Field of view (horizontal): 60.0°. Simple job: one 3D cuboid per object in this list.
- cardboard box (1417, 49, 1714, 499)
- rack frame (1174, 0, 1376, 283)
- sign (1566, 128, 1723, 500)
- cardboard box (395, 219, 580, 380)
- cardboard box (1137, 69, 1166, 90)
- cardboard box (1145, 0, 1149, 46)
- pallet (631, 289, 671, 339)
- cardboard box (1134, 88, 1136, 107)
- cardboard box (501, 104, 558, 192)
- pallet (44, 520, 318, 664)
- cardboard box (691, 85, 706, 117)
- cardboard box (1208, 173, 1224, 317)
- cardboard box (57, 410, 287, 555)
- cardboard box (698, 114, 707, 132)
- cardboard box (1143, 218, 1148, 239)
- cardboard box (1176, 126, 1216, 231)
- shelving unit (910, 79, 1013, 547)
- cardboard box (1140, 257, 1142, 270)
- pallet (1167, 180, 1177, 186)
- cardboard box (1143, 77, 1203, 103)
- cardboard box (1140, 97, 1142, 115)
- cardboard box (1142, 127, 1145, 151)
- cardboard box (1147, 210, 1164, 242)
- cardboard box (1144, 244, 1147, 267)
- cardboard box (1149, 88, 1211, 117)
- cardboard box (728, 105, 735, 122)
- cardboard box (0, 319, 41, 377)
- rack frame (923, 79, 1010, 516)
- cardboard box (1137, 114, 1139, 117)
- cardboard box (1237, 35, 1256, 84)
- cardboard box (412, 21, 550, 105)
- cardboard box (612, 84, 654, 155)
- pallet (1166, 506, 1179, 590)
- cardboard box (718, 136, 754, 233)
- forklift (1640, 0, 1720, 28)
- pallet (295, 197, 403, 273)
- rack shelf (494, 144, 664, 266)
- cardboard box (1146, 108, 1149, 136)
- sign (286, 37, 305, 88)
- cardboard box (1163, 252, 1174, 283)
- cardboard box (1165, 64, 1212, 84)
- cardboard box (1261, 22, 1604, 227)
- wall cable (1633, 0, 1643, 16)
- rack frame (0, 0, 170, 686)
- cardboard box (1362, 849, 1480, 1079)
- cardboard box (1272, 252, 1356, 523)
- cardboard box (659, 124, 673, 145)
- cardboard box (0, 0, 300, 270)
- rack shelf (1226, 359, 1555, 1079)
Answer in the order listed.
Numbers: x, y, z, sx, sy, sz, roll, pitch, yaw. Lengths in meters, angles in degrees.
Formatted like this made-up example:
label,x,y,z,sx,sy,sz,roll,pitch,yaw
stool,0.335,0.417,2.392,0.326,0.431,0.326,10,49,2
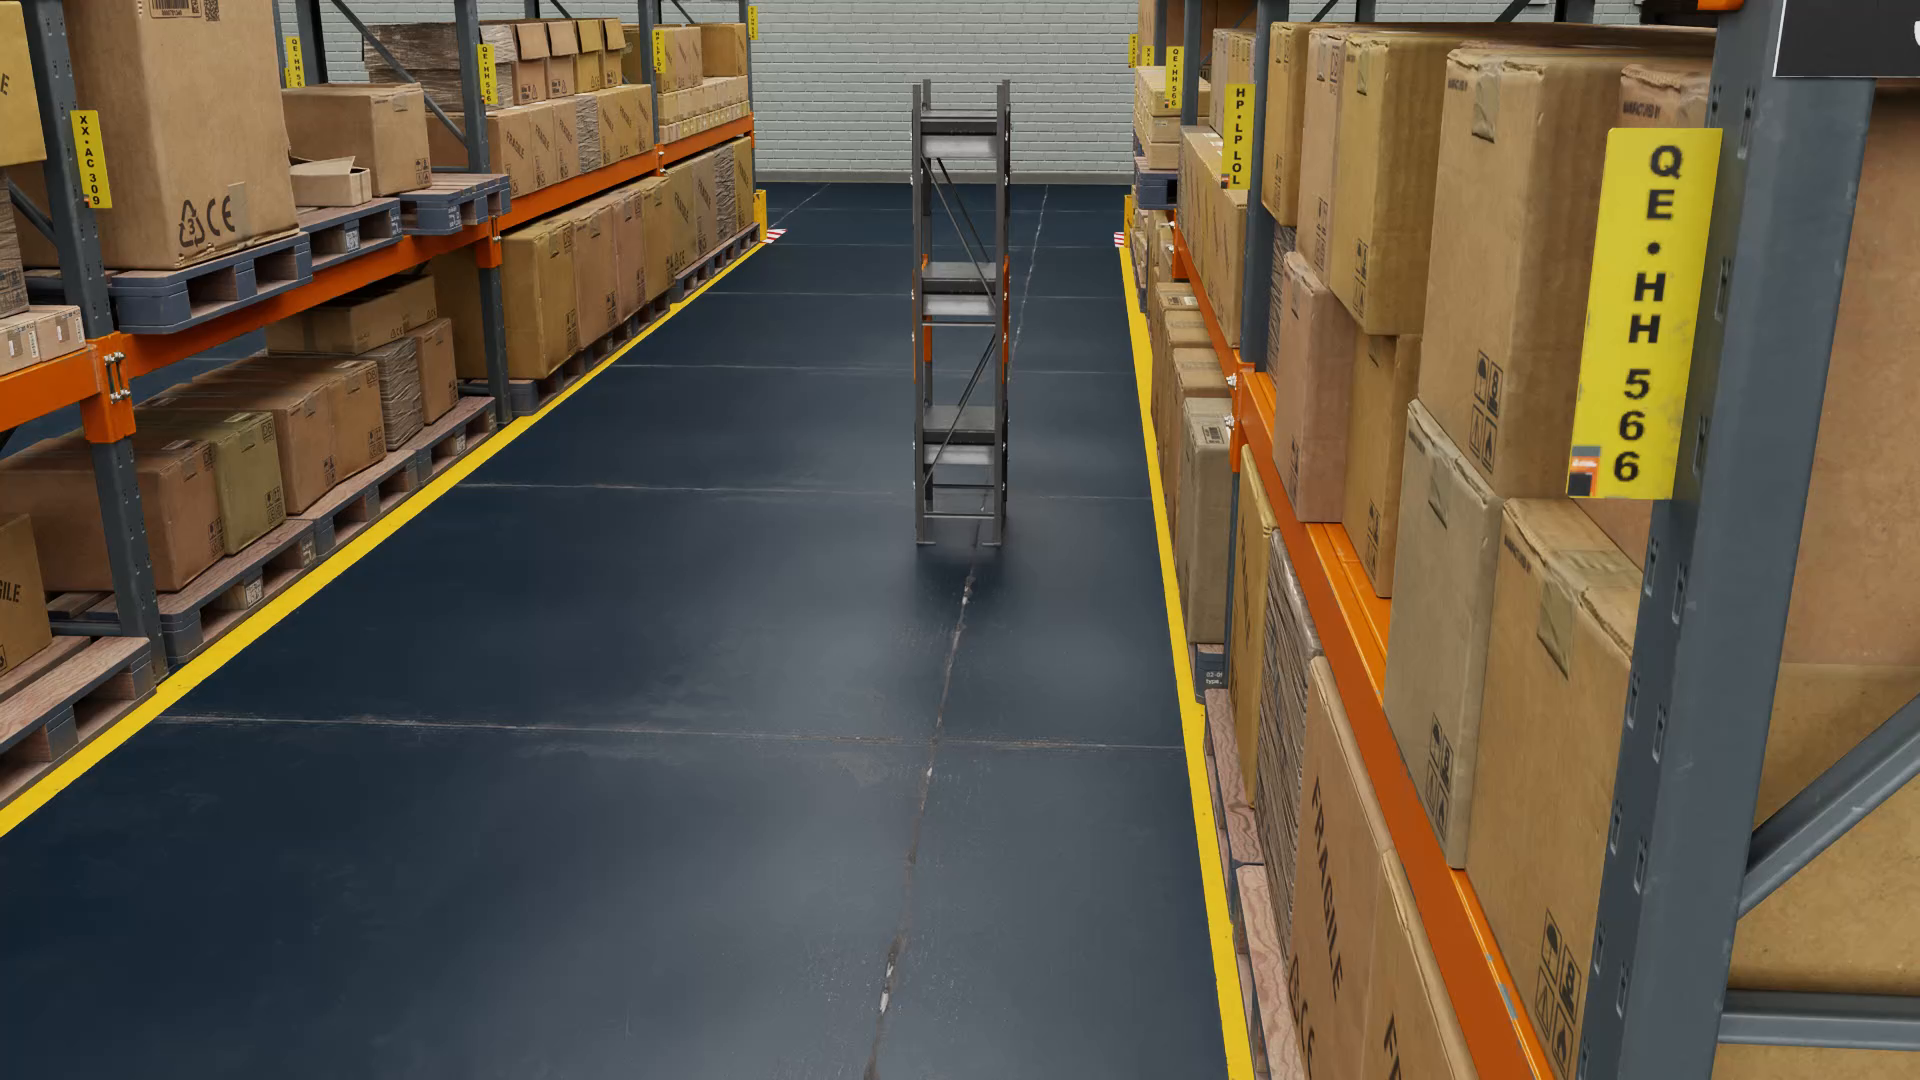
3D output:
label,x,y,z,sx,sy,sz,roll,pitch,yaw
cardboard box,1.152,-0.385,2.306,0.875,0.550,0.550,1,18,4
rack frame,1.713,-1.998,9.204,1.000,3.000,0.127,1,18,4
sign,0.599,-0.193,1.454,0.100,0.325,0.005,1,18,4
cardboard box,-3.157,-1.544,10.556,1.225,0.875,0.875,0,18,1
cardboard box,1.478,-3.325,12.027,0.380,0.149,0.250,1,18,4
cardboard box,1.796,-4.217,13.732,0.500,0.500,0.500,1,18,2
pallet,-2.920,-1.816,13.127,1.003,0.211,1.213,1,18,4
cardboard box,1.513,-3.350,12.581,0.380,0.149,0.250,2,18,5
cardboard box,-2.886,-2.493,10.553,0.500,0.500,0.500,1,18,2
pallet,-3.459,0.185,7.018,1.003,0.211,1.213,1,18,4
cardboard box,-2.573,-3.908,14.796,0.500,0.250,0.500,2,18,5
cardboard box,1.233,-1.128,6.389,0.500,0.500,0.500,1,18,3
cardboard box,-3.395,-0.257,7.198,0.700,0.500,0.500,1,18,4
cardboard box,-2.495,-3.750,14.954,0.380,0.149,0.250,1,18,5
cardboard box,1.755,-2.642,14.117,0.380,0.149,0.250,1,18,3
cardboard box,1.412,-1.912,8.781,0.500,0.500,0.500,1,18,5
shelving unit,0.012,-1.049,7.753,0.431,2.100,0.503,1,18,4
cardboard box,1.745,-2.377,14.264,0.380,0.149,0.250,1,18,2
pallet,1.814,-2.523,11.113,1.003,0.211,1.213,1,18,4
cardboard box,1.386,-2.925,10.806,0.380,0.149,0.250,2,18,7
cardboard box,1.424,-2.942,11.337,0.380,0.149,0.250,1,18,3
cardboard box,1.367,-2.560,10.647,0.380,0.149,0.250,0,18,1
cardboard box,1.683,-2.385,12.520,0.500,0.250,0.500,0,18,1
cardboard box,1.705,-2.332,13.648,0.380,0.149,0.250,2,18,5
cardboard box,1.291,-2.524,9.581,0.380,0.149,0.250,1,18,2
cardboard box,-2.405,-4.151,16.177,0.380,0.149,0.250,2,18,5
cardboard box,-3.263,-0.628,5.425,0.380,0.149,0.250,1,18,4
rack frame,0.029,-1.125,7.984,0.400,2.100,0.015,1,18,4
cardboard box,1.458,-2.967,11.889,0.380,0.149,0.250,1,18,4
cardboard box,1.565,-1.906,7.157,0.700,0.500,0.500,1,18,3
cardboard box,-3.109,-3.094,10.775,0.797,0.503,0.637,2,18,5
cardboard box,-2.701,-3.279,12.951,0.500,0.500,0.500,1,18,4
pallet,1.491,-0.052,7.743,1.003,0.211,1.213,1,18,4
cardboard box,-2.619,-3.614,16.874,0.875,0.875,0.875,1,18,4
forklift,3.956,-1.654,8.263,1.130,2.935,3.031,0,18,0
pallet,-3.328,-1.433,7.788,1.003,0.211,1.213,1,18,4
rack shelf,-3.084,-2.420,11.645,1.077,0.370,4.000,1,18,4
cardboard box,1.328,-2.548,10.133,0.380,0.149,0.250,2,18,5
sign,-3.781,-2.702,9.492,0.100,0.325,0.005,1,18,4
cardboard box,1.501,-1.584,10.077,0.500,0.250,0.500,1,18,3
cardboard box,1.753,-3.586,13.411,0.500,0.500,0.500,1,18,4
cardboard box,1.366,-1.226,4.874,0.875,0.550,0.550,1,18,4
wall cable,9.028,-6.610,21.648,0.588,1.984,0.122,1,18,4
rack frame,-3.514,-0.898,5.846,1.000,3.000,0.127,1,18,4
cardboard box,1.122,1.084,2.534,0.875,0.875,0.875,1,18,4
cardboard box,1.239,-0.376,4.012,0.875,0.550,0.550,1,18,4
cardboard box,-2.587,-3.348,13.726,0.380,0.149,0.250,1,18,4
cardboard box,-3.317,-1.626,6.431,1.000,1.000,1.000,1,18,4
rack shelf,1.283,0.207,3.629,1.077,0.370,4.000,1,18,4
